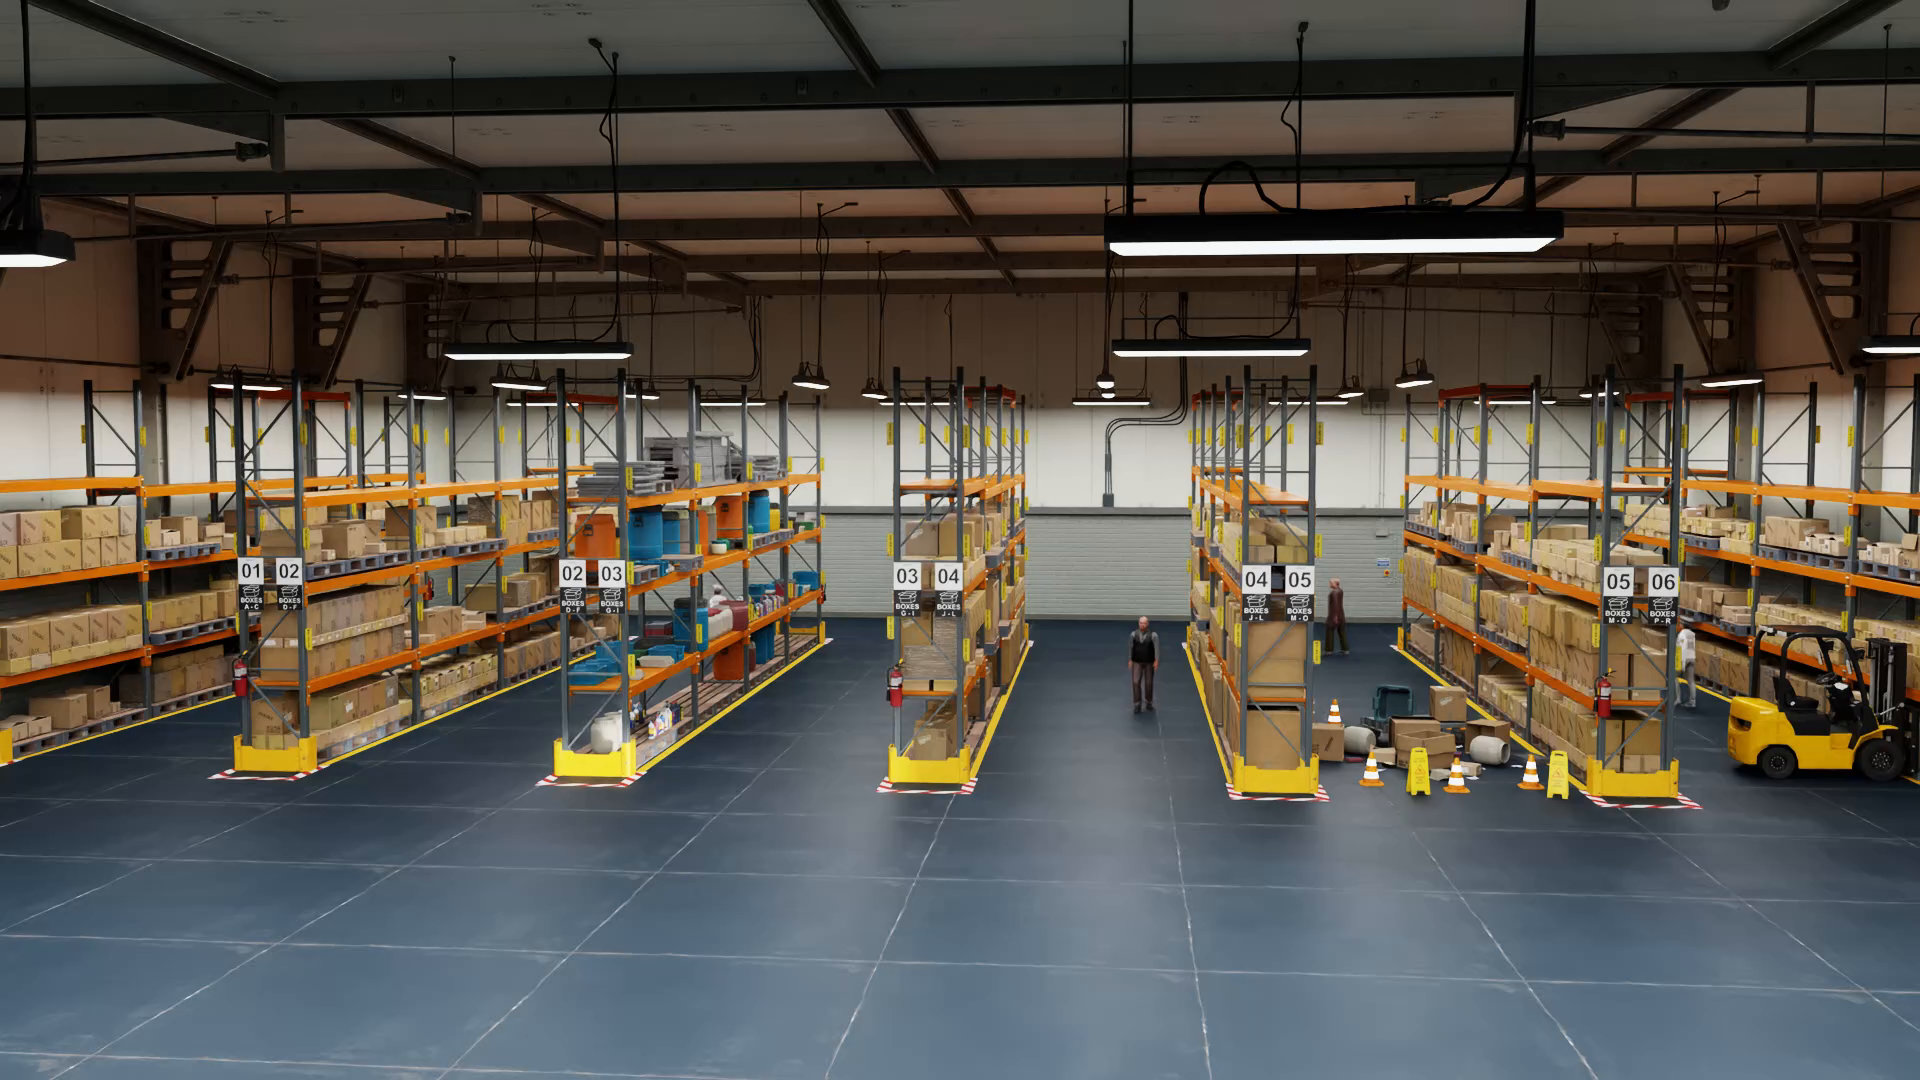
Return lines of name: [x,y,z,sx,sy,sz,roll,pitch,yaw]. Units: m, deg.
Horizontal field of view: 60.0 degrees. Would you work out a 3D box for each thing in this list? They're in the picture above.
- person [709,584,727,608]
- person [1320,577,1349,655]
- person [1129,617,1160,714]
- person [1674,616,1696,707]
person: [-5.572,1.838,38.030,0.516,1.630,0.807,-1,4,-19]
person: [8.580,1.738,38.087,0.719,1.769,0.600,3,5,39]
person: [3.352,2.270,30.306,0.591,1.748,0.632,1,4,17]
person: [13.448,2.271,30.737,0.474,1.708,0.528,-1,4,-12]
